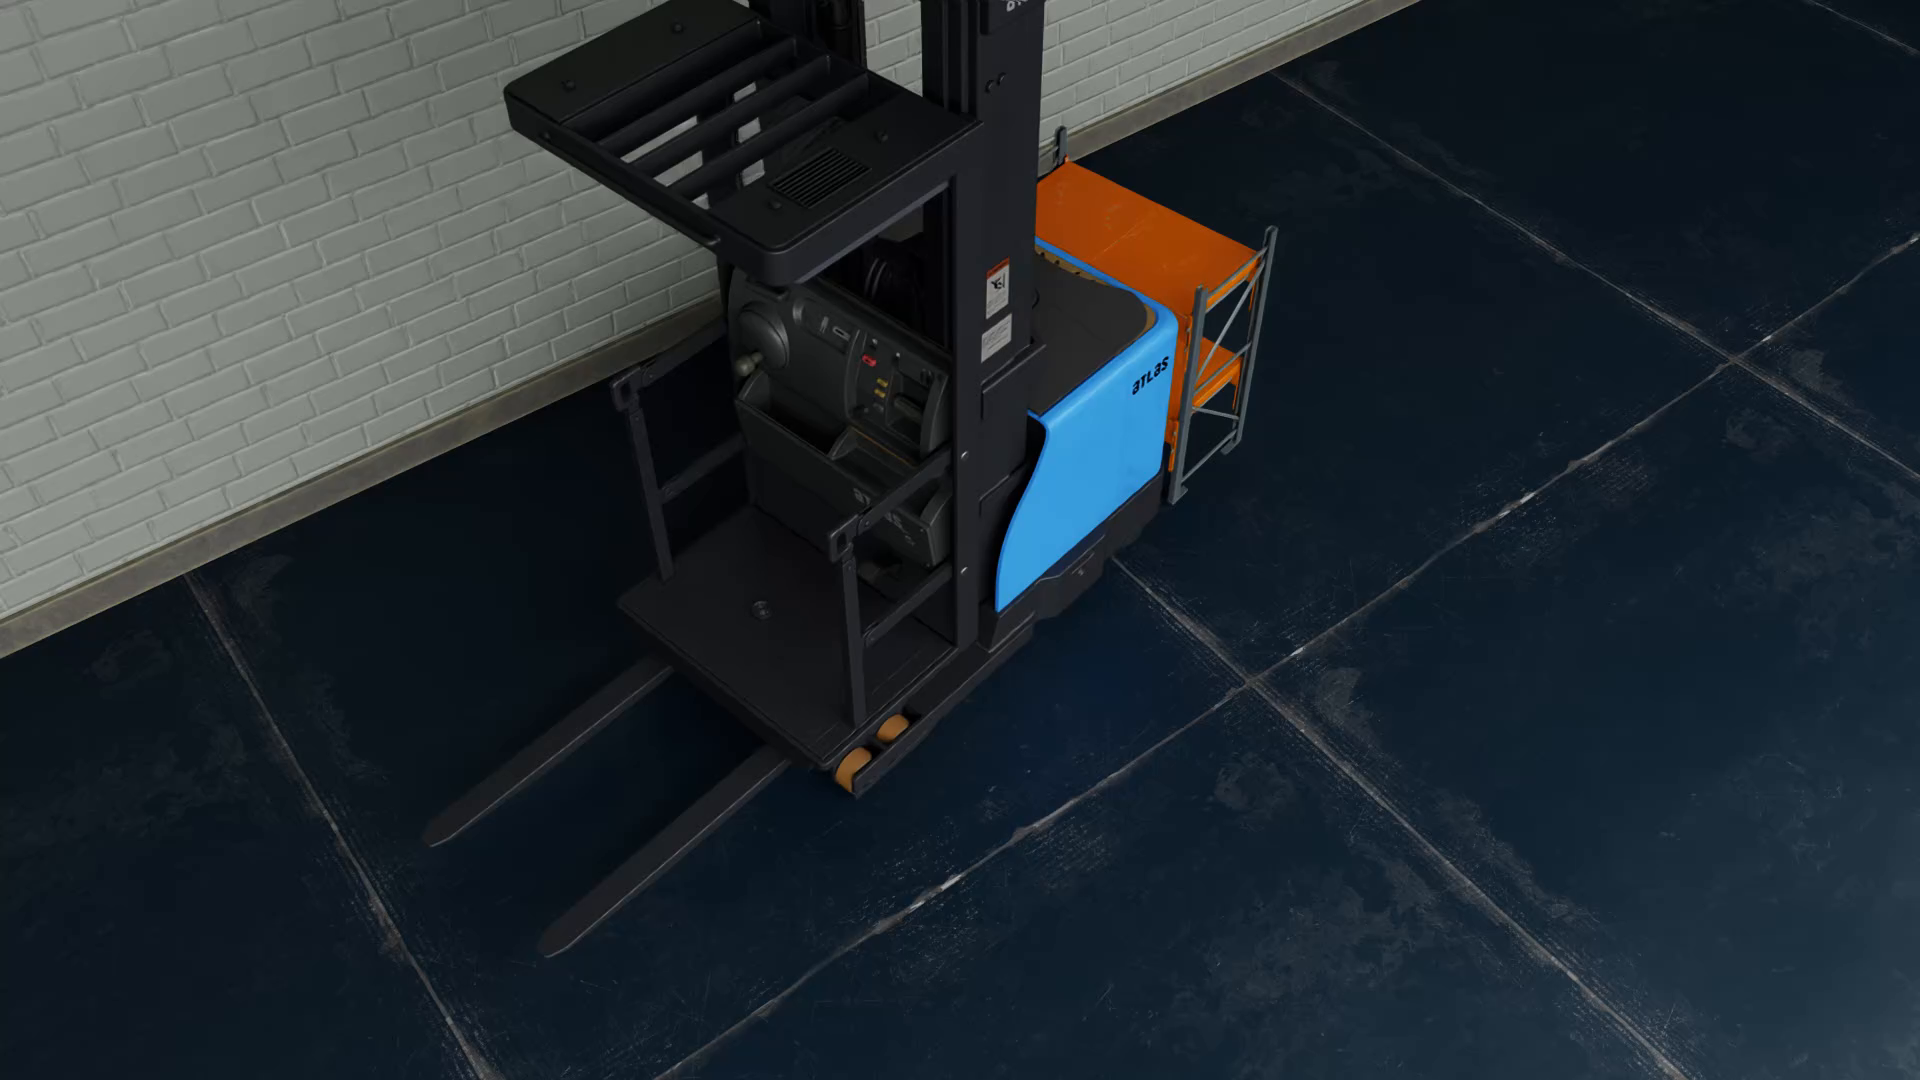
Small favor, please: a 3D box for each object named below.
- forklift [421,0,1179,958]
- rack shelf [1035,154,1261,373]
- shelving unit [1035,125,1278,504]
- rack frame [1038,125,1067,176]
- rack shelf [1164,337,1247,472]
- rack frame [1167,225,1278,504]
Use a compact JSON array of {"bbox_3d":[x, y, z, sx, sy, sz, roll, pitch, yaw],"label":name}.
[{"bbox_3d":[-0.544,-0.513,5.235,1.130,2.935,3.031,34,56,27],"label":"forklift"},{"bbox_3d":[0.647,-1.114,6.604,1.000,0.278,0.538,32,55,26],"label":"rack shelf"},{"bbox_3d":[0.647,-0.917,6.821,1.048,1.125,0.538,32,55,26],"label":"shelving unit"},{"bbox_3d":[0.261,-1.163,7.043,0.032,1.125,0.500,32,55,26],"label":"rack frame"},{"bbox_3d":[0.647,-0.753,7.002,1.000,0.278,0.538,32,55,26],"label":"rack shelf"},{"bbox_3d":[1.033,-0.672,6.599,0.032,1.125,0.500,32,55,26],"label":"rack frame"}]
